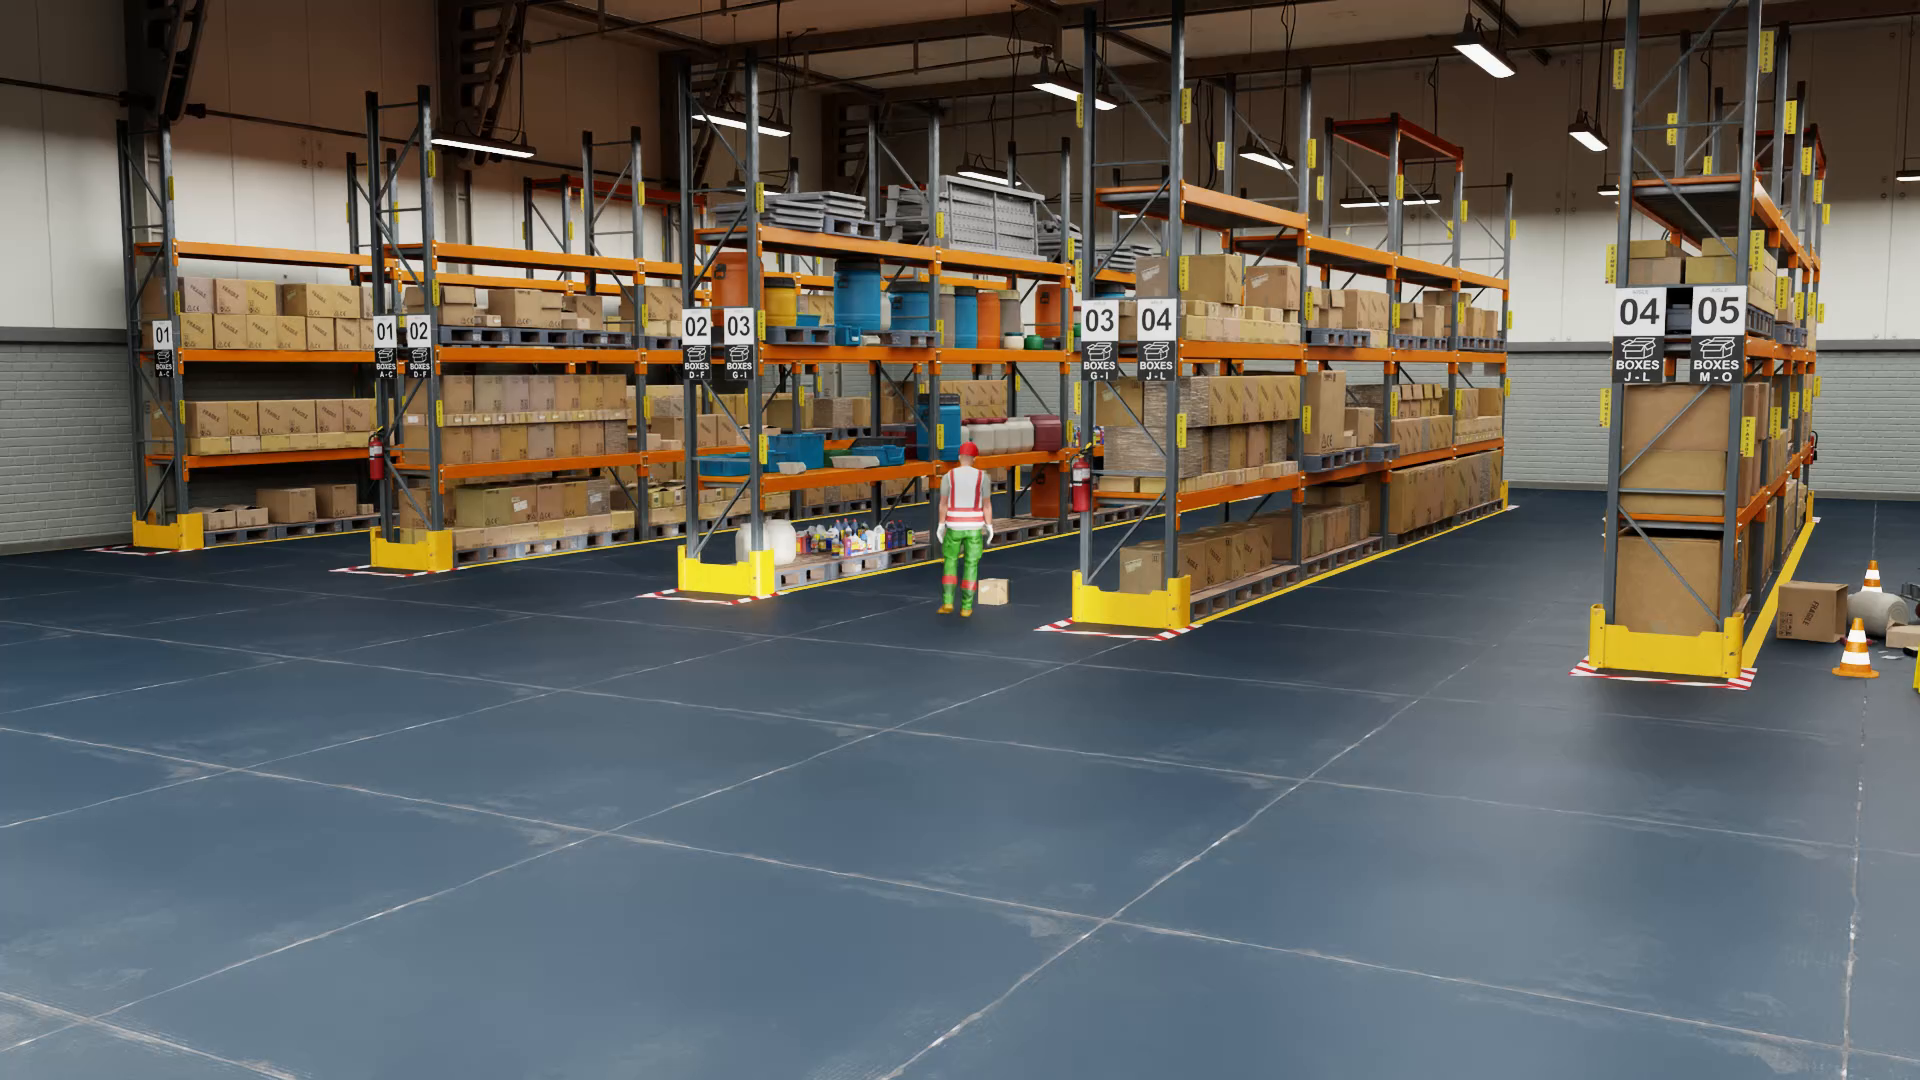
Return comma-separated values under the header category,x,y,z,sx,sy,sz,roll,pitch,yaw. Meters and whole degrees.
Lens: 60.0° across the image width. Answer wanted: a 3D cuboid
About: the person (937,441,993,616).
category,x,y,z,sx,sy,sz,roll,pitch,yaw
person,0.054,-0.105,17.118,0.580,1.827,0.398,0,6,1
